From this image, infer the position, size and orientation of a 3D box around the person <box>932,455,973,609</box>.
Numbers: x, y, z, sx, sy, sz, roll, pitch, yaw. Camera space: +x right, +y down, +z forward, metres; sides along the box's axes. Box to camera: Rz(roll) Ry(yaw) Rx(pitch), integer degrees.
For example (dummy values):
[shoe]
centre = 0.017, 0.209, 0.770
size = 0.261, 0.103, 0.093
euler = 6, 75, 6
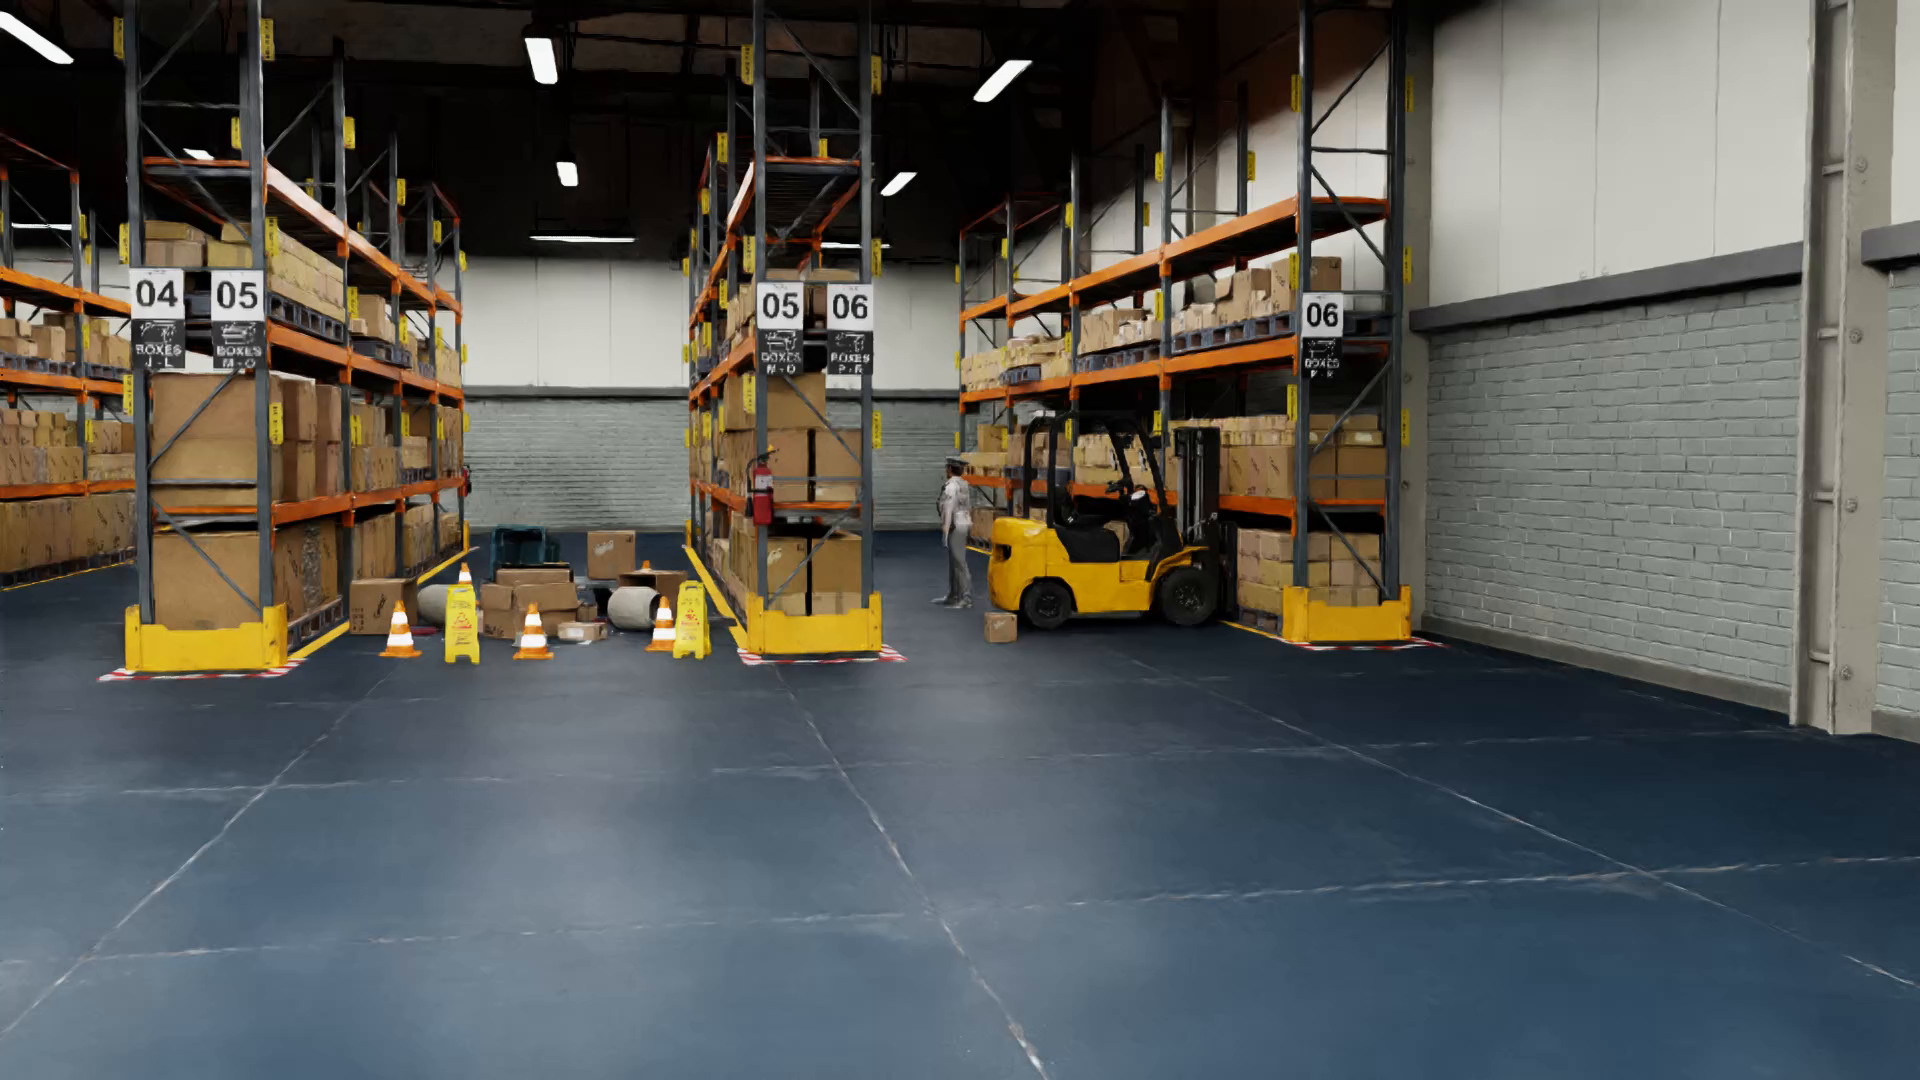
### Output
[person]
centre = -0.081, -0.095, 18.338
size = 0.534, 1.673, 0.569
euler = 1, 3, 17
